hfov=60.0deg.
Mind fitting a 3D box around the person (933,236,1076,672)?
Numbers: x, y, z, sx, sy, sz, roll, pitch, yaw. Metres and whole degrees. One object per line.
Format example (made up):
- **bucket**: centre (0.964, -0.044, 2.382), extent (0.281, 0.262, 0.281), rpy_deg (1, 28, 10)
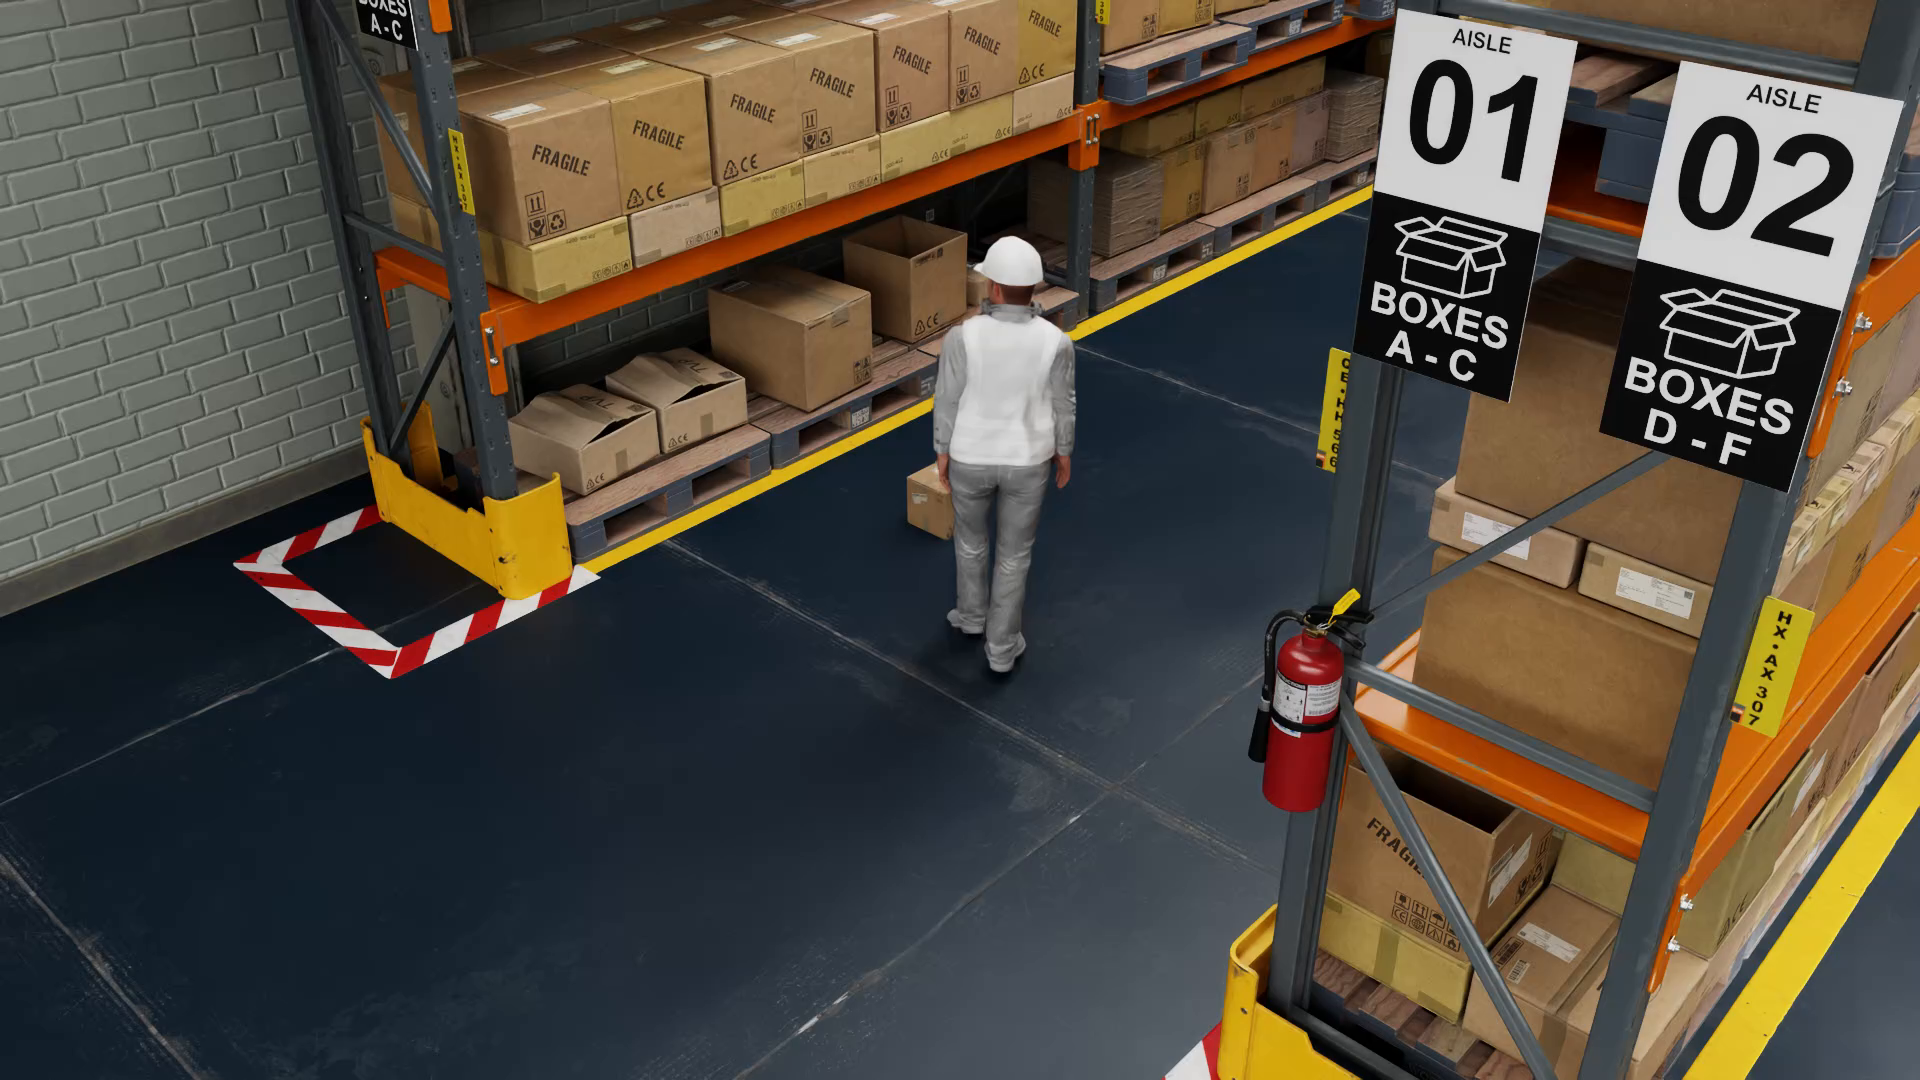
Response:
- **person**: centre (0.175, -0.293, 6.627), extent (0.556, 1.823, 0.563), rpy_deg (3, 31, 5)
